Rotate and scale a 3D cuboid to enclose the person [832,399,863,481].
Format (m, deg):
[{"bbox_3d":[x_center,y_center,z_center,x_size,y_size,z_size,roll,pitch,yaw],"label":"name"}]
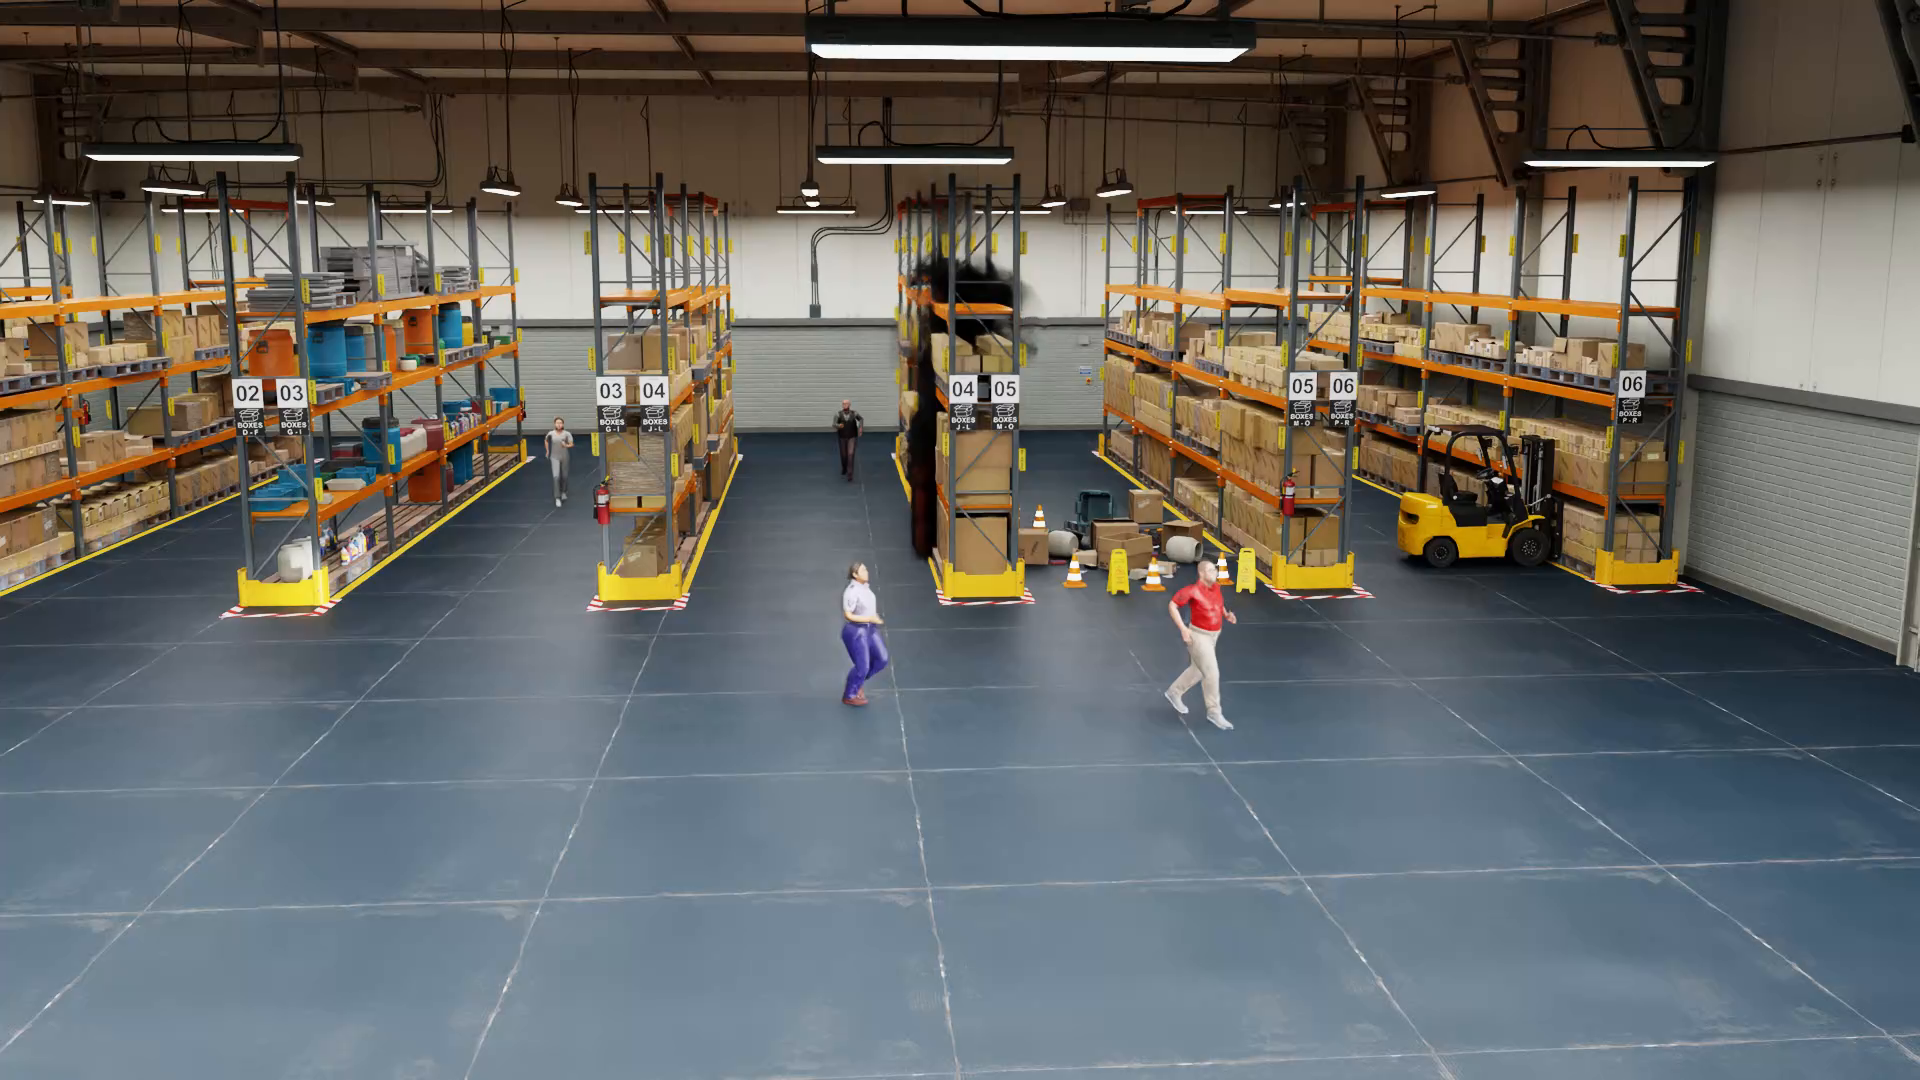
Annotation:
[{"bbox_3d":[-2.444,-2.192,36.062,0.665,1.688,1.025,0,10,2],"label":"person"}]

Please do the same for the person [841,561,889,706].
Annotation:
[{"bbox_3d":[-1.033,1.024,18.250,0.556,1.604,0.588,4,11,21],"label":"person"}]

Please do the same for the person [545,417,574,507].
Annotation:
[{"bbox_3d":[-7.846,-1.553,32.615,0.541,1.715,0.830,-3,10,-16],"label":"person"}]

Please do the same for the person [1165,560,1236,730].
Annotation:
[{"bbox_3d":[2.575,1.075,17.656,0.873,1.756,0.655,7,12,35],"label":"person"}]
